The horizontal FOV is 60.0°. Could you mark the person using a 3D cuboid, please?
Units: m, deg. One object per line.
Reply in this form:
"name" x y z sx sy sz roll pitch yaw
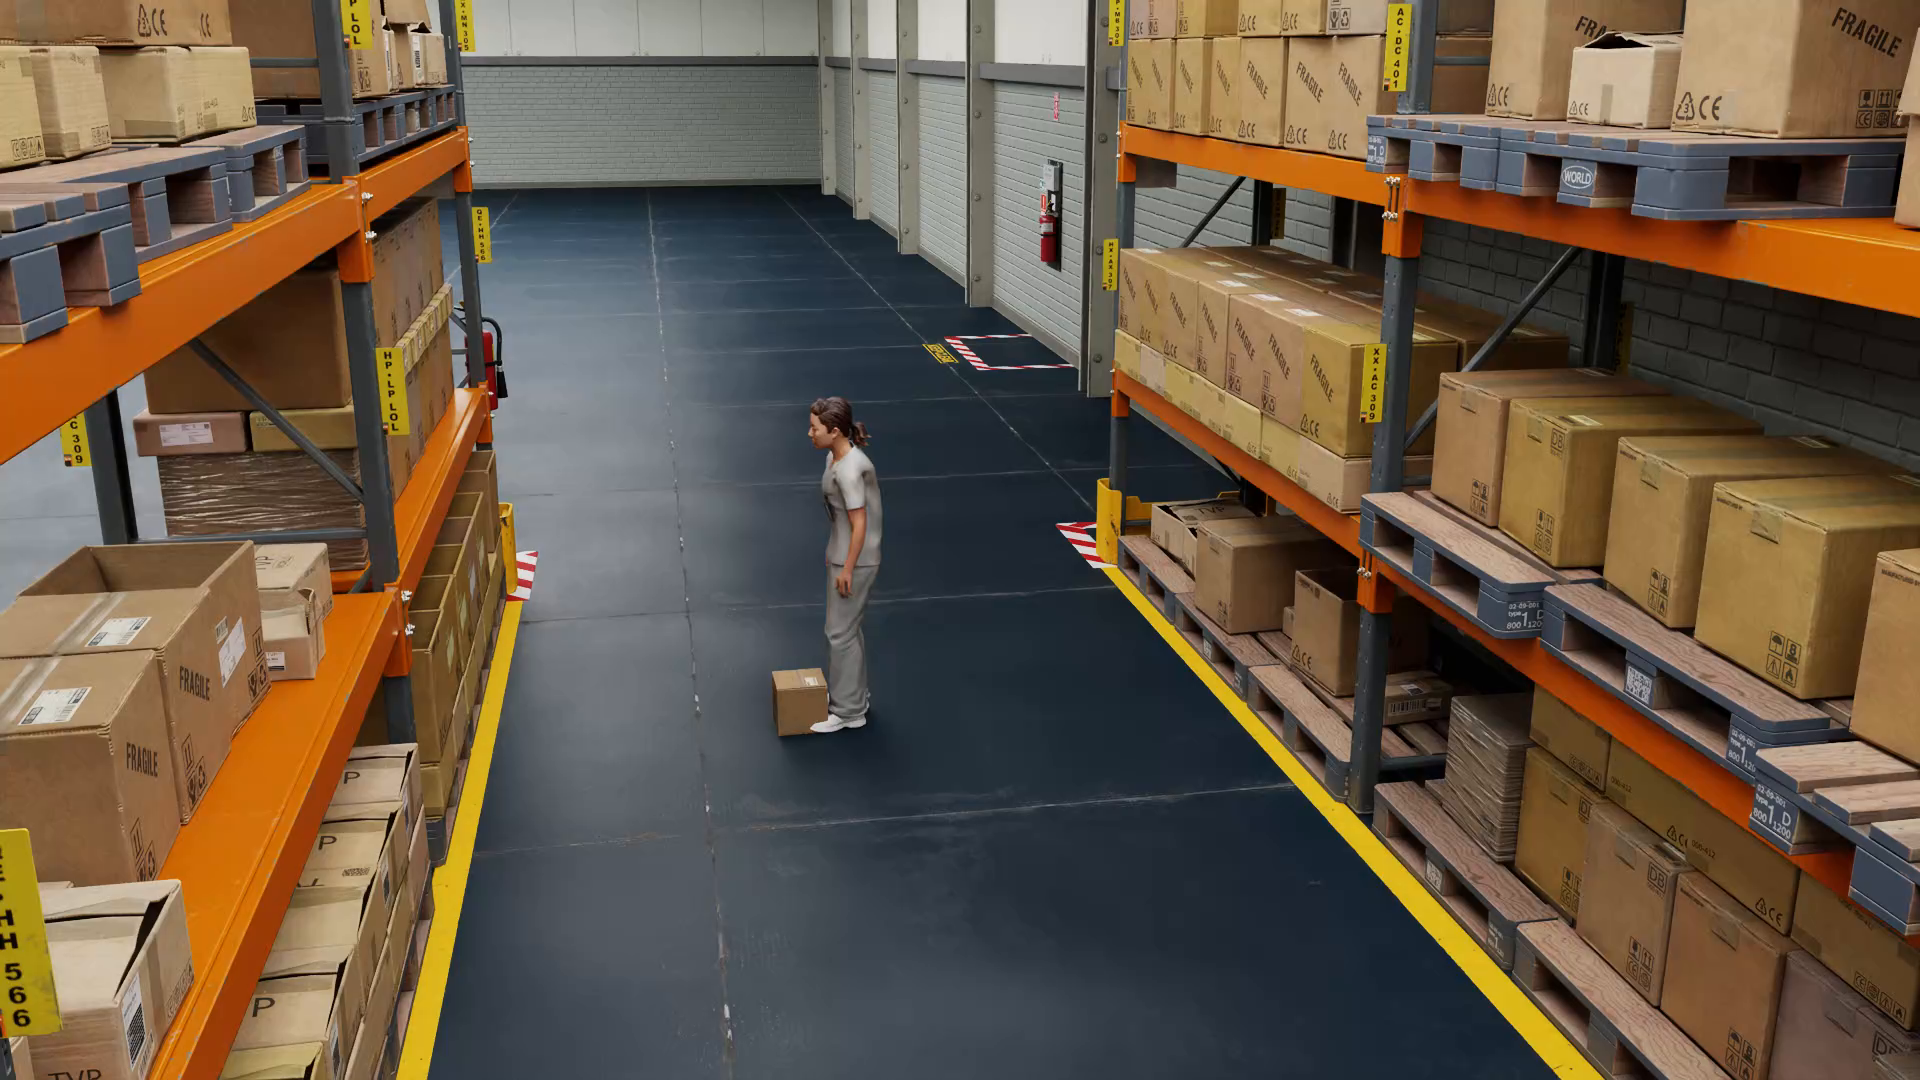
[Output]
"person" -0.585 0.111 8.161 0.404 1.673 0.492 -3 17 -11
